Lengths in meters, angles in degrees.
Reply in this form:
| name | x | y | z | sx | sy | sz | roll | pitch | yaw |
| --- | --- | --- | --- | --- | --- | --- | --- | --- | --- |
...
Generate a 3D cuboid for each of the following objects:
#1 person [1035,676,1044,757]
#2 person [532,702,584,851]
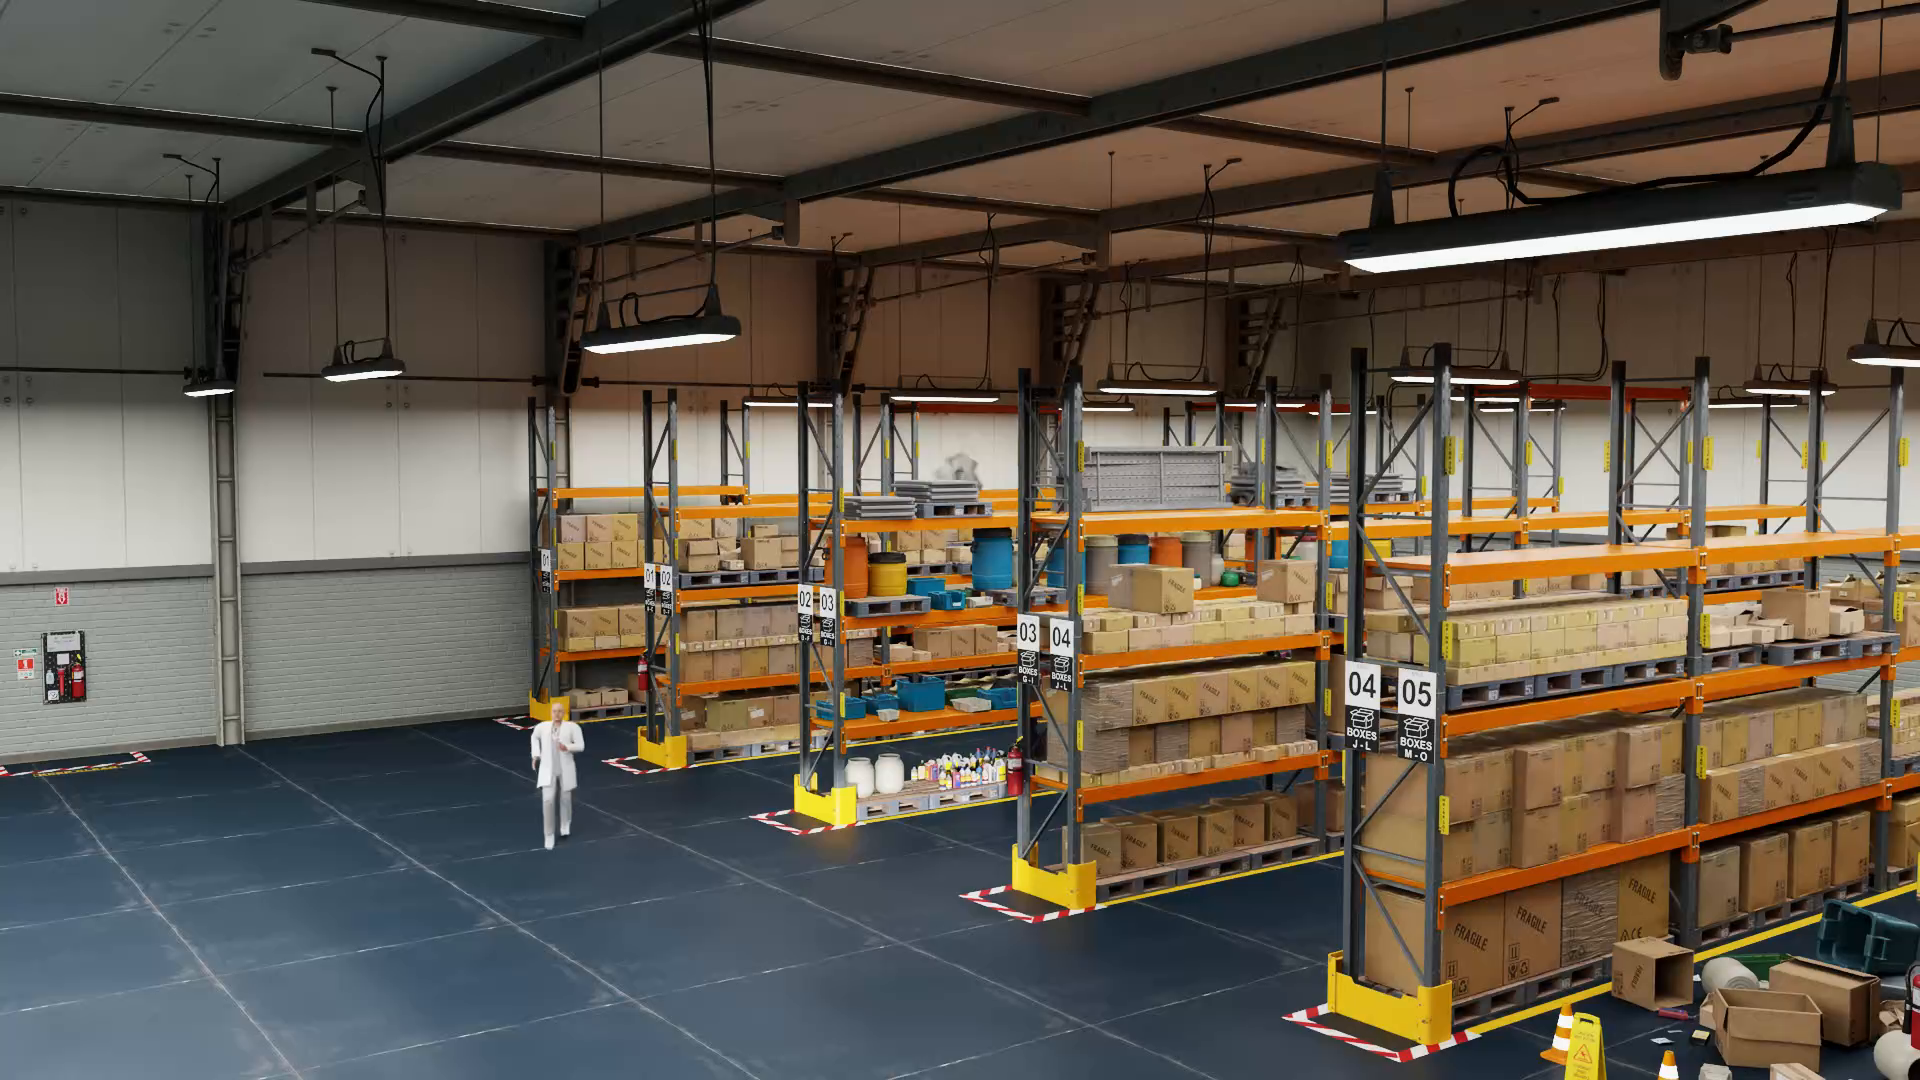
| name | x | y | z | sx | sy | sz | roll | pitch | yaw |
| --- | --- | --- | --- | --- | --- | --- | --- | --- | --- |
| person | 1.091 | 2.758 | 27.116 | 0.573 | 1.597 | 0.603 | -3 | 4 | -38 |
| person | -5.174 | 3.003 | 21.396 | 0.679 | 1.839 | 0.860 | -1 | 3 | -11 |
